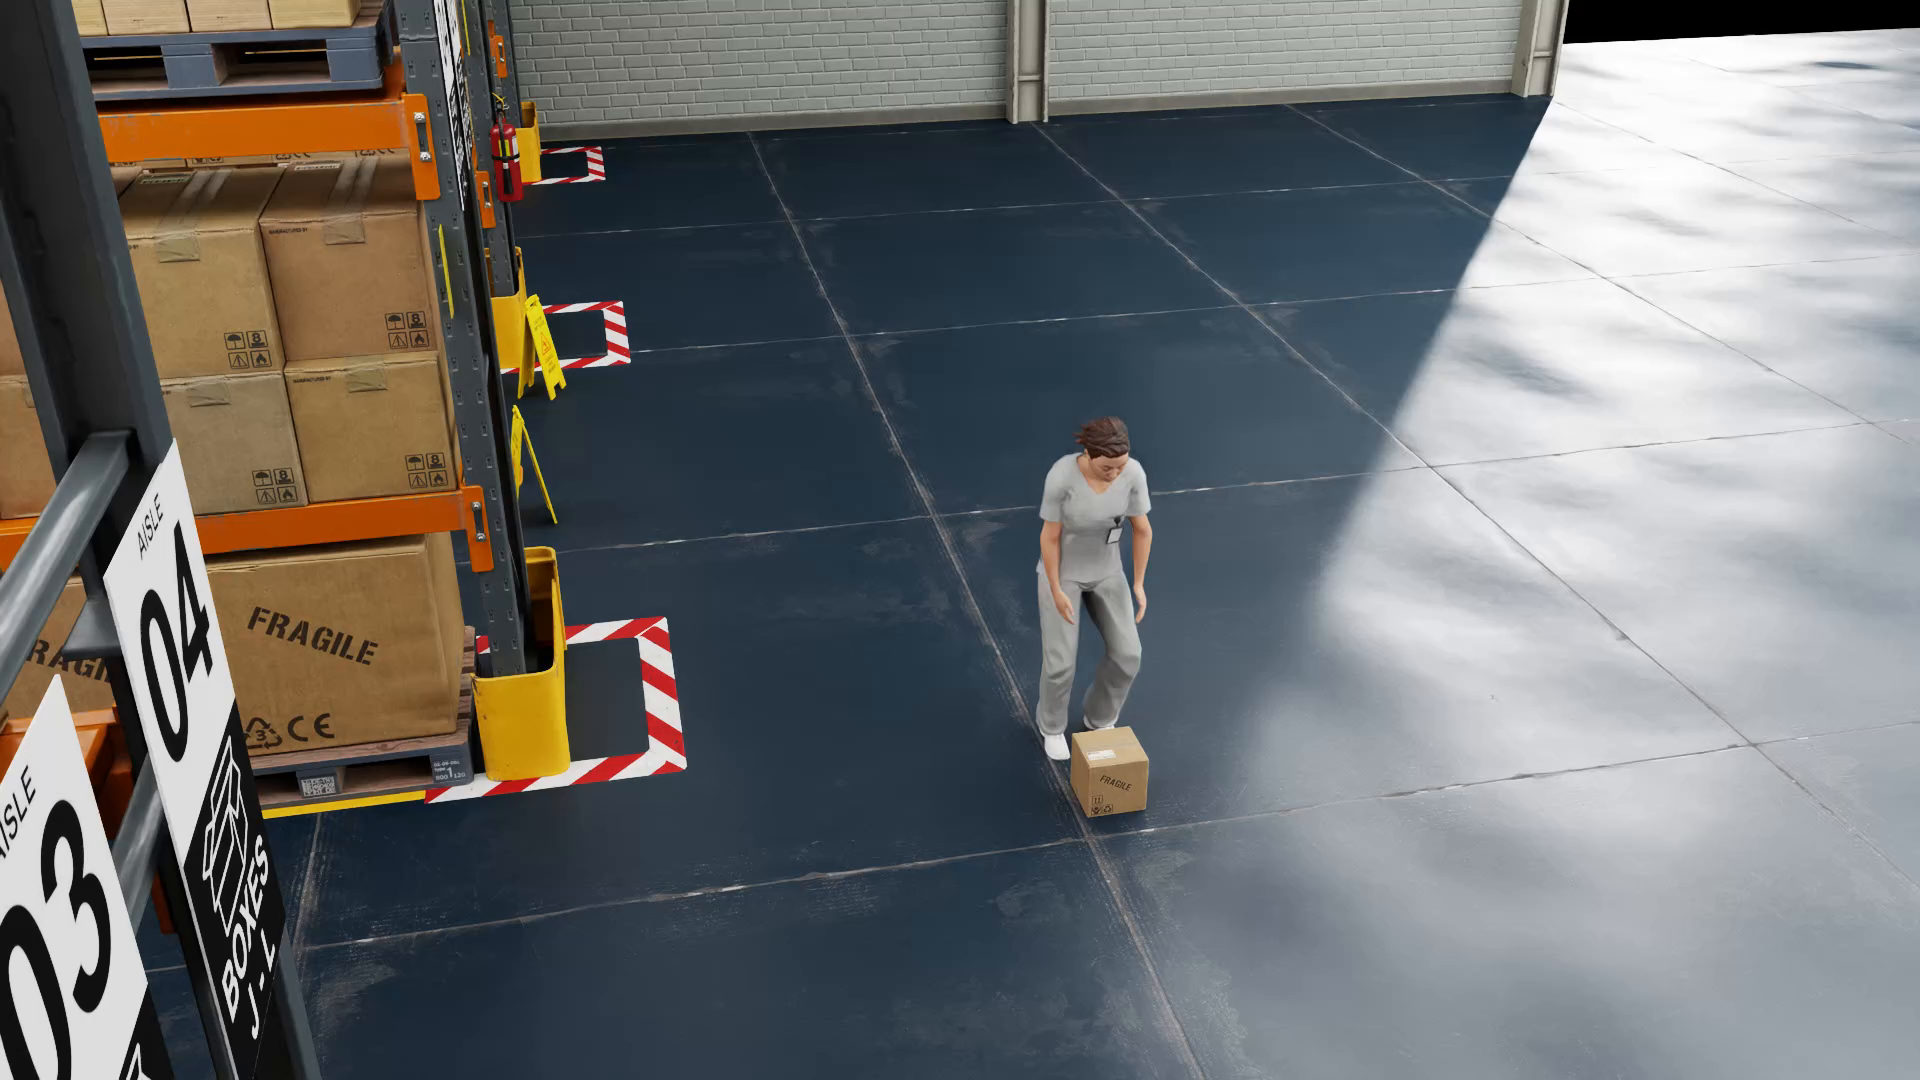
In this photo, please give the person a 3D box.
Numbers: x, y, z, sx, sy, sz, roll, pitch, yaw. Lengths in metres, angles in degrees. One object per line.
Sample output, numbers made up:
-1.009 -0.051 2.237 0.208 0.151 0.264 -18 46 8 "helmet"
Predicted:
0.550 0.174 6.898 0.475 1.574 0.467 -5 27 -10 "person"
